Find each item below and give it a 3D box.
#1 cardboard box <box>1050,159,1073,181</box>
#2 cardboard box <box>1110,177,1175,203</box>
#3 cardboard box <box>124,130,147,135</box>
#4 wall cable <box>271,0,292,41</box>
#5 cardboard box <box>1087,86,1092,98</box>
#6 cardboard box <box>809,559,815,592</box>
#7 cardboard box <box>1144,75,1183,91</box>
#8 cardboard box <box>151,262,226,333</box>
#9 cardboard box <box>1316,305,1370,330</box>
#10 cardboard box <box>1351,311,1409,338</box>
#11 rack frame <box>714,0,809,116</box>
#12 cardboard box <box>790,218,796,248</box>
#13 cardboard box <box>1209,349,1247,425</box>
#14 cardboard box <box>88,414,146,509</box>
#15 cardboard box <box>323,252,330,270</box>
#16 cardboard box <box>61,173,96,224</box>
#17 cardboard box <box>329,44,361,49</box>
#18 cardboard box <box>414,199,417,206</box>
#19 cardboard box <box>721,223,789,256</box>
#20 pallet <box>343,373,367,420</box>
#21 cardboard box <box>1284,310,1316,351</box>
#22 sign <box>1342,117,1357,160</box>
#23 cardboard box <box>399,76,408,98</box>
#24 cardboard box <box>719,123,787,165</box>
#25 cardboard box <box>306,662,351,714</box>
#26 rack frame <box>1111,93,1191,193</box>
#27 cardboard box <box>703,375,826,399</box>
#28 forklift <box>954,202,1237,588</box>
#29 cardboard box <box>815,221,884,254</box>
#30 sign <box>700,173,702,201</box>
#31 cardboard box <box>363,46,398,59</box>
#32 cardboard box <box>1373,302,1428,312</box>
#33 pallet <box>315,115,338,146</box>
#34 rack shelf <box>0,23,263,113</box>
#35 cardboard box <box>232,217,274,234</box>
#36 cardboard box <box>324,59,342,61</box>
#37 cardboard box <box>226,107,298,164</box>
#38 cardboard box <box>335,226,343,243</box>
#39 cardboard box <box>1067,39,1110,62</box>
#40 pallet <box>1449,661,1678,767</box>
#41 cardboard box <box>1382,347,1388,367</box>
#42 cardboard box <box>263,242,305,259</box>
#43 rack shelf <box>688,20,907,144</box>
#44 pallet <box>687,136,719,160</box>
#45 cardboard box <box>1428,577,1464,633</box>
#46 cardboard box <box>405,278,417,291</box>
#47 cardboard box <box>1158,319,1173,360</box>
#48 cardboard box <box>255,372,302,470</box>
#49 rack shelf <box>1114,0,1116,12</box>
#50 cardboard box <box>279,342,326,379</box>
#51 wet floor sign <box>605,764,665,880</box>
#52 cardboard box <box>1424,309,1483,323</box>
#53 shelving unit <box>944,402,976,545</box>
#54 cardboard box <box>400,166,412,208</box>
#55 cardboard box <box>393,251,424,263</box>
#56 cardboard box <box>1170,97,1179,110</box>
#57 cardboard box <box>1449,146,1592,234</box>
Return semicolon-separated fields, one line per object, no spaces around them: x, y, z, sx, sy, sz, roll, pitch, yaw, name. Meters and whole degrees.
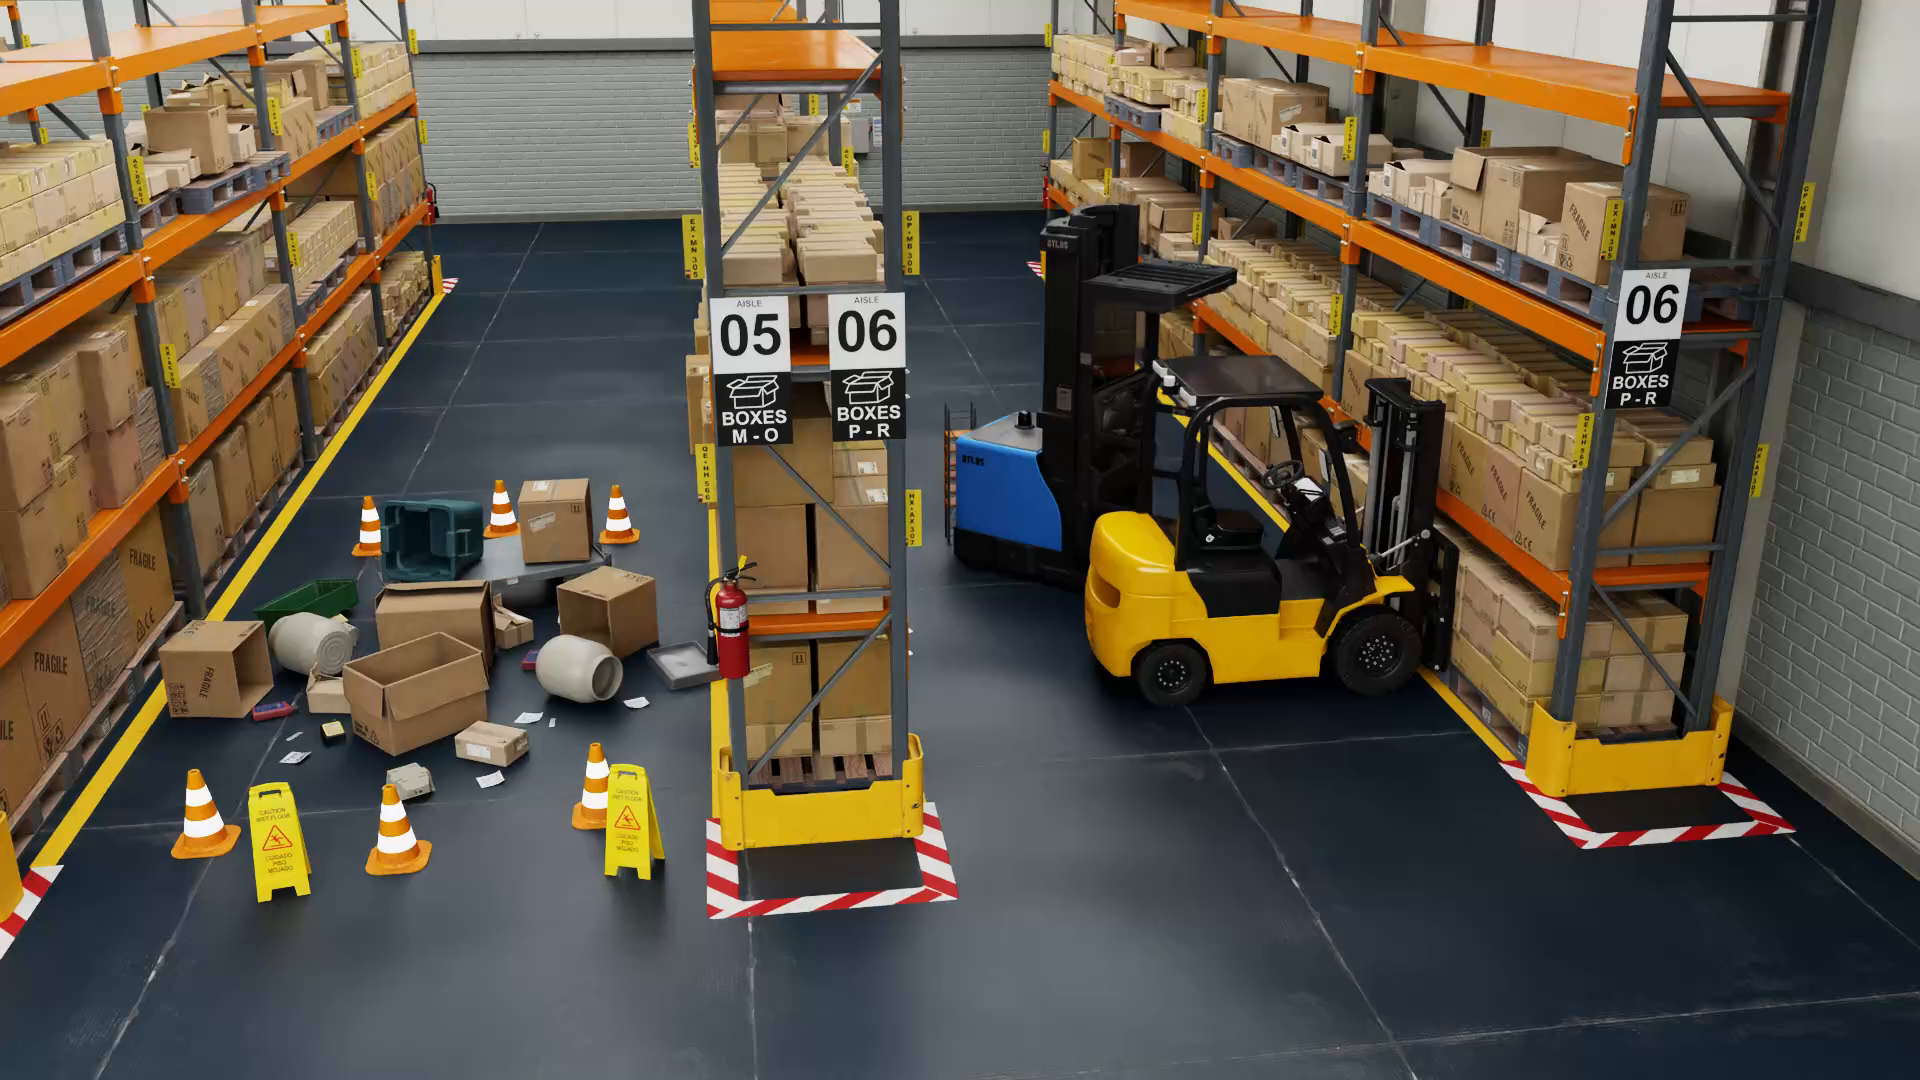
1.607;-5.375;24.184;0.500;0.250;0.500;-3;21;-7;cardboard box
2.233;-4.157;20.389;0.700;0.500;0.500;-2;21;-6;cardboard box
-6.875;-3.314;14.060;0.500;0.250;0.500;-2;21;-6;cardboard box
-10.314;-11.174;26.750;2.277;5.999;0.120;-3;21;-8;wall cable
1.895;-5.934;21.962;0.380;0.149;0.250;-3;21;-7;cardboard box
-0.692;0.217;9.780;0.380;0.149;0.250;-3;21;-7;cardboard box
2.274;-5.107;18.579;0.380;0.149;0.250;-3;21;-7;cardboard box
-6.555;-2.000;13.787;0.700;0.500;0.500;-3;21;-8;cardboard box
3.214;-1.868;13.935;0.380;0.149;0.250;-3;21;-9;cardboard box
3.290;-1.687;13.024;0.380;0.149;0.250;-2;21;-7;cardboard box
-1.950;-5.266;15.527;1.000;3.000;0.127;-3;21;-8;rack frame
-0.822;-1.878;10.534;0.500;0.250;0.500;-2;21;-7;cardboard box
3.038;-1.575;17.013;0.875;0.625;0.625;-2;21;-6;cardboard box
-6.091;-0.540;11.234;0.875;0.550;0.550;-3;21;-8;cardboard box
-6.928;-2.964;17.698;0.380;0.149;0.250;-4;21;-10;cardboard box
-5.860;-2.171;10.575;0.500;0.250;0.500;-3;21;-8;cardboard box
-8.147;-6.484;22.006;0.380;0.149;0.250;-2;21;-6;cardboard box
-7.662;-4.636;22.775;0.380;0.149;0.250;-3;21;-8;cardboard box
-1.177;-1.718;9.535;0.380;0.149;0.250;-3;21;-7;cardboard box
-7.118;-1.556;18.156;1.003;0.211;1.213;-3;21;-8;pallet
3.133;-1.821;14.378;0.500;0.250;0.500;-3;21;-9;cardboard box
3.002;-3.086;12.790;0.100;0.325;0.005;-3;21;-8;sign
-7.579;-5.955;21.875;0.500;0.250;0.500;-3;21;-8;cardboard box
-1.583;-3.030;12.730;0.500;0.250;0.500;-2;21;-7;cardboard box
-4.187;0.997;11.241;0.396;0.266;0.258;1;20;2;cardboard box
2.385;-4.092;20.959;1.000;3.000;0.127;-3;21;-8;rack frame
-1.152;-0.681;9.831;0.700;0.500;0.500;-3;21;-7;cardboard box
1.459;-1.051;12.915;3.031;2.935;1.130;13;24;31;forklift
-0.636;-1.747;9.612;0.380;0.149;0.250;-3;21;-8;cardboard box
-3.076;-4.254;20.043;0.100;0.325;0.005;-3;21;-8;sign
-7.527;-6.331;21.597;0.380;0.149;0.250;-3;21;-7;cardboard box
3.713;-1.901;14.022;0.380;0.149;0.250;-4;21;-10;cardboard box
-7.274;-4.295;17.483;1.213;0.211;1.003;-3;21;-8;pallet
-6.546;-3.764;13.107;1.077;0.370;4.000;-3;21;-8;rack shelf
-7.657;-3.393;17.998;0.380;0.149;0.250;-3;21;-8;cardboard box
-7.311;-5.604;19.651;0.380;0.149;0.250;-3;21;-8;cardboard box
-6.653;-3.834;15.838;0.500;0.500;0.500;-3;21;-8;cardboard box
-7.042;-3.375;18.372;0.380;0.149;0.250;-4;21;-10;cardboard box
1.764;-6.669;22.646;0.500;0.250;0.500;-3;21;-9;cardboard box
3.963;1.106;11.026;1.003;0.211;1.213;-3;21;-8;pallet
3.427;-1.371;12.603;0.380;0.149;0.250;-3;21;-8;cardboard box
-6.781;-2.876;16.613;0.380;0.149;0.250;-3;21;-8;cardboard box
-1.085;-2.850;10.092;1.077;0.370;4.000;-3;21;-8;rack shelf
-2.095;-3.992;16.675;1.213;0.211;1.003;-2;21;-5;pallet
3.578;0.415;11.506;0.500;0.250;0.500;-3;21;-9;cardboard box
-7.465;-3.414;22.194;0.380;0.149;0.250;-3;21;-7;cardboard box
2.548;-2.223;18.928;0.500;0.500;0.500;-2;21;-5;cardboard box
-6.835;-1.098;15.559;1.050;0.750;0.750;-3;21;-8;cardboard box
2.096;-7.256;21.890;1.077;0.370;4.000;-3;21;-8;rack shelf
-6.694;-1.799;16.720;0.500;0.250;0.500;-4;21;-10;cardboard box
-1.828;1.537;9.252;0.267;0.644;0.232;4;21;11;wet floor sign
3.883;-1.717;13.105;0.380;0.149;0.250;-3;21;-8;cardboard box
0.002;-0.557;14.067;0.258;1.200;0.189;-3;21;-8;shelving unit
-7.516;-4.630;21.833;0.500;0.500;0.500;-3;21;-8;cardboard box
-7.660;-3.910;23.096;0.380;0.149;0.250;-3;21;-7;cardboard box
2.512;-4.786;18.175;0.380;0.149;0.250;-2;21;-6;cardboard box
3.714;-2.339;11.089;0.797;0.503;0.637;-2;21;-6;cardboard box
